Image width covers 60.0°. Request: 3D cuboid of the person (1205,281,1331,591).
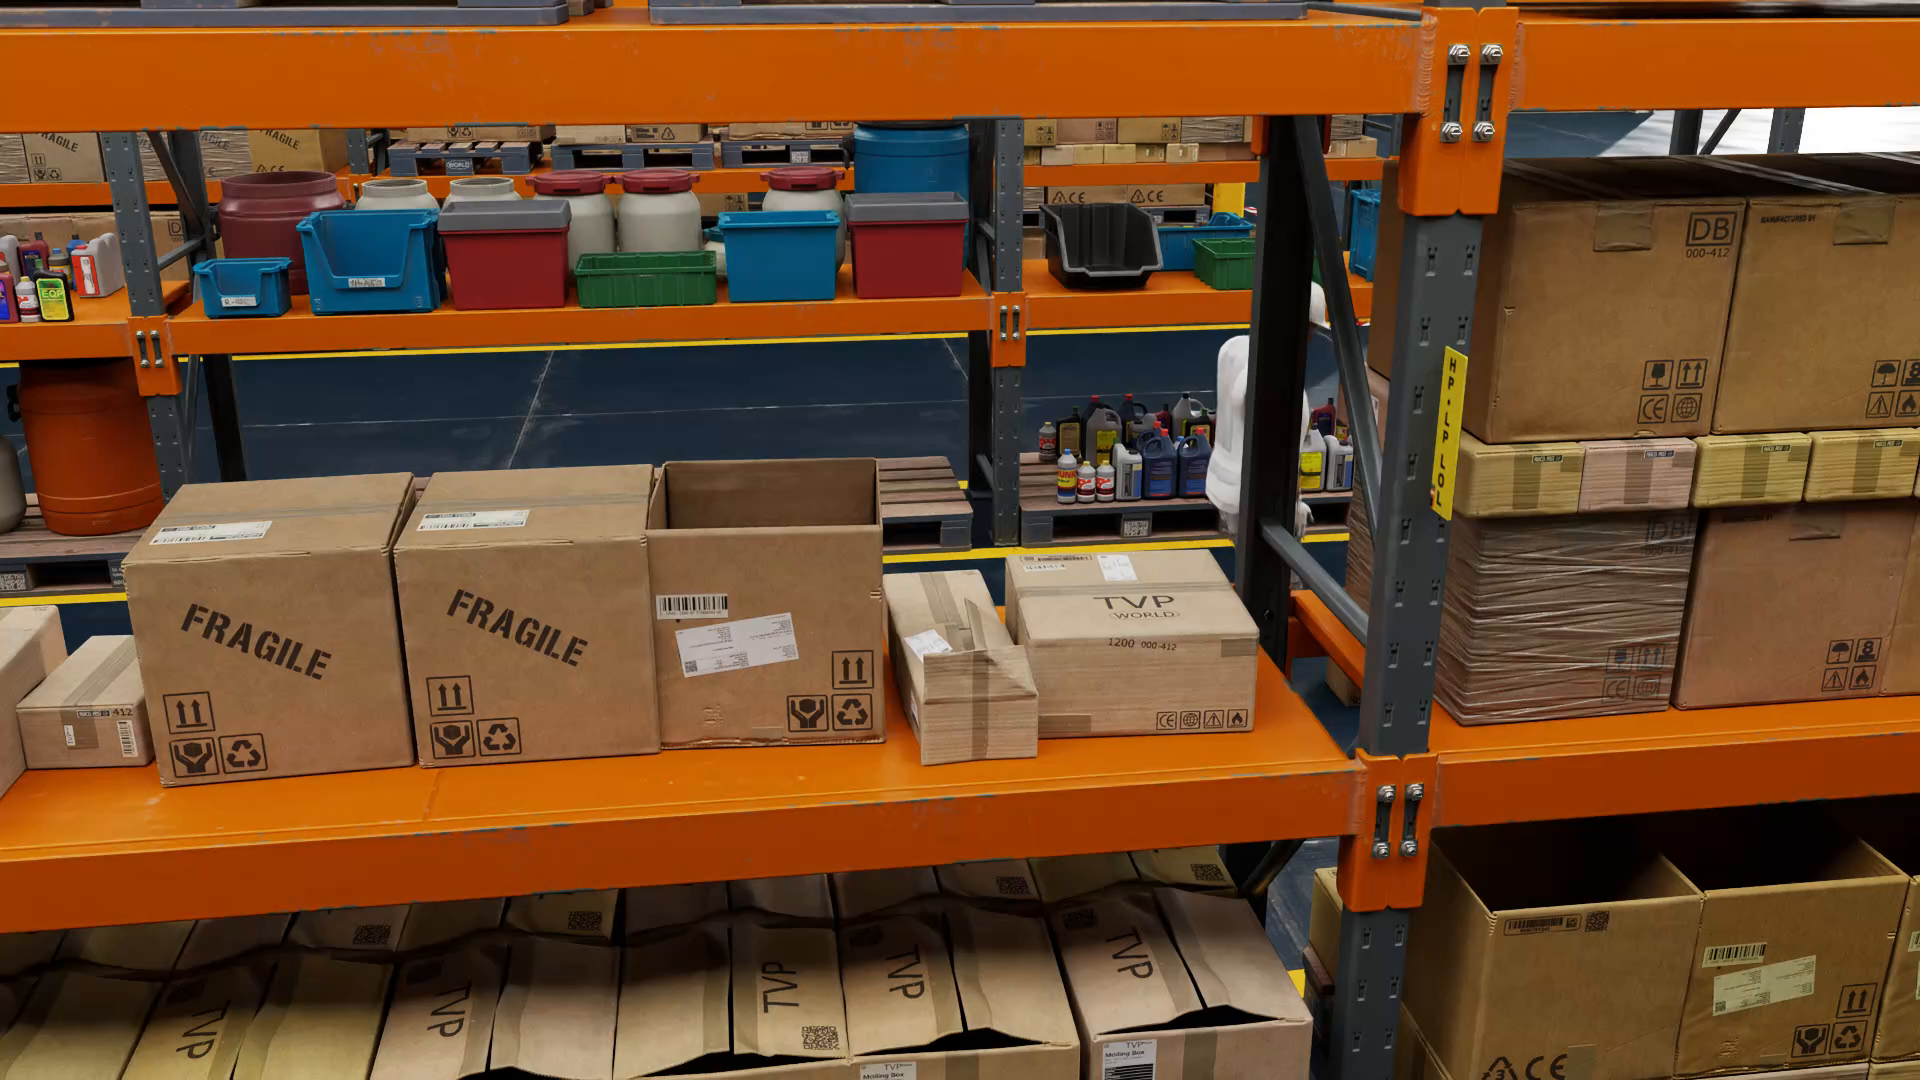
[{"bbox_3d":[1.204,-0.171,6.587,0.442,1.741,0.569,-2,20,-6],"label":"person"}]
